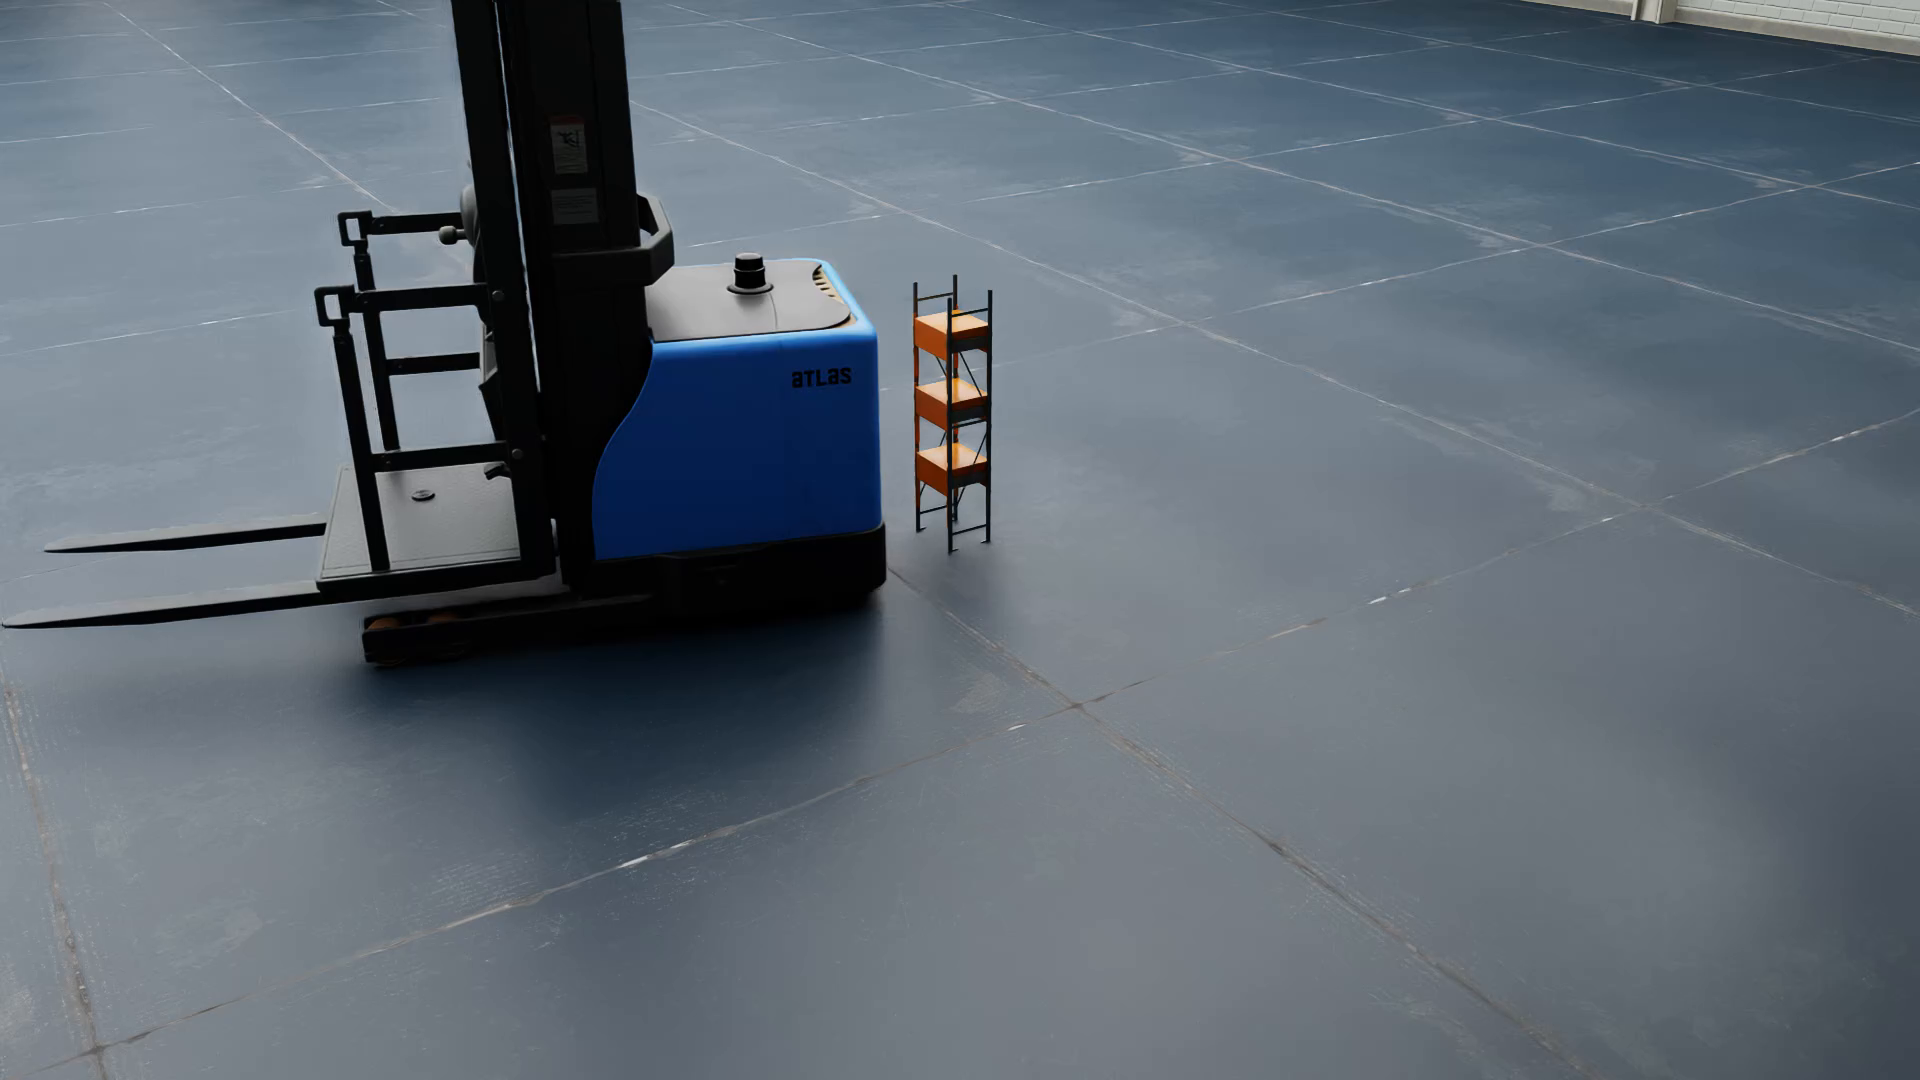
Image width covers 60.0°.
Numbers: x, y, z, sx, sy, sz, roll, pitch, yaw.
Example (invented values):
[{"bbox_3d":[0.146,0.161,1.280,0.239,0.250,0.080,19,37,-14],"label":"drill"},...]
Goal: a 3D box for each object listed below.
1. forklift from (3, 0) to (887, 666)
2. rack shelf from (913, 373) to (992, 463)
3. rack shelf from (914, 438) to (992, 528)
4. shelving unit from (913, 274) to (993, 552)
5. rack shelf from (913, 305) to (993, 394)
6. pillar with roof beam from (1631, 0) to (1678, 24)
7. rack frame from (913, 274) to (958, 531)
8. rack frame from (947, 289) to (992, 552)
[{"bbox_3d":[-1.852,-1.134,5.719,3.031,2.935,1.130,-6,26,-13],"label":"forklift"},{"bbox_3d":[-0.029,-0.484,6.571,0.215,0.259,0.240,-16,29,-30],"label":"rack shelf"},{"bbox_3d":[-0.029,-0.233,6.690,0.215,0.259,0.240,-16,29,-30],"label":"rack shelf"},{"bbox_3d":[-0.029,-0.494,6.566,0.215,1.050,0.252,-16,29,-30],"label":"shelving unit"},{"bbox_3d":[-0.029,-0.741,6.450,0.215,0.259,0.240,-16,29,-30],"label":"rack shelf"},{"bbox_3d":[4.704,-9.299,15.908,9.100,9.000,0.400,-16,29,-30],"label":"pillar with roof beam"},{"bbox_3d":[-0.096,-0.538,6.659,0.200,1.050,0.008,-16,29,-30],"label":"rack frame"},{"bbox_3d":[0.037,-0.450,6.474,0.200,1.050,0.008,-16,29,-30],"label":"rack frame"}]
